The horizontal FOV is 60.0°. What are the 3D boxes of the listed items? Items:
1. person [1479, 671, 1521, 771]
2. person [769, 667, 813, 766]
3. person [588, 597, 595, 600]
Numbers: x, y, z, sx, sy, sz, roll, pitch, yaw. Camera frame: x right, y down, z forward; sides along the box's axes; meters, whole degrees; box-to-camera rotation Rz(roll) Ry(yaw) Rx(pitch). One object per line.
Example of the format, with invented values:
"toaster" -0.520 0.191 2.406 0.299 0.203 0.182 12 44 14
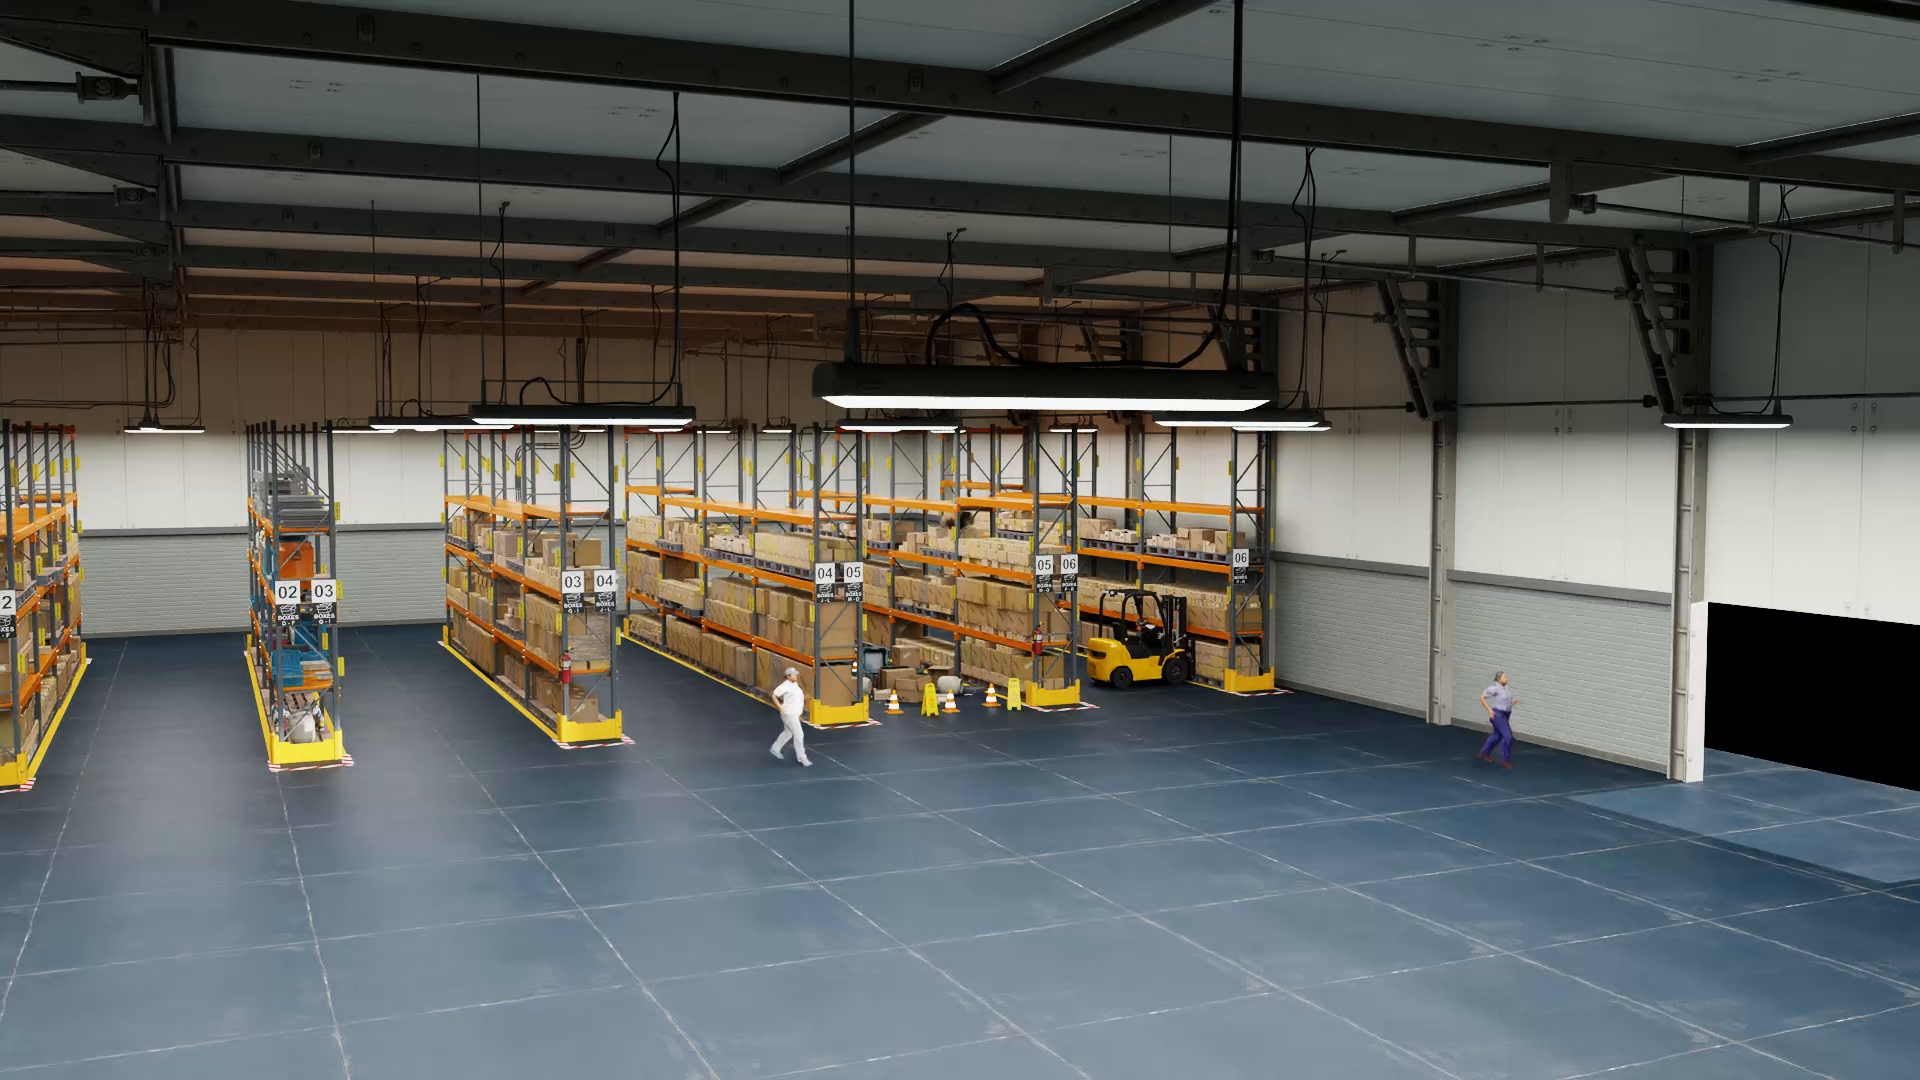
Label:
"person" 9.304 3.109 28.699 0.764 1.711 0.579 3 5 40
"person" -2.945 3.067 29.005 0.852 1.698 0.594 1 4 15
"person" -10.778 1.908 47.739 0.826 1.666 0.621 1 4 8
